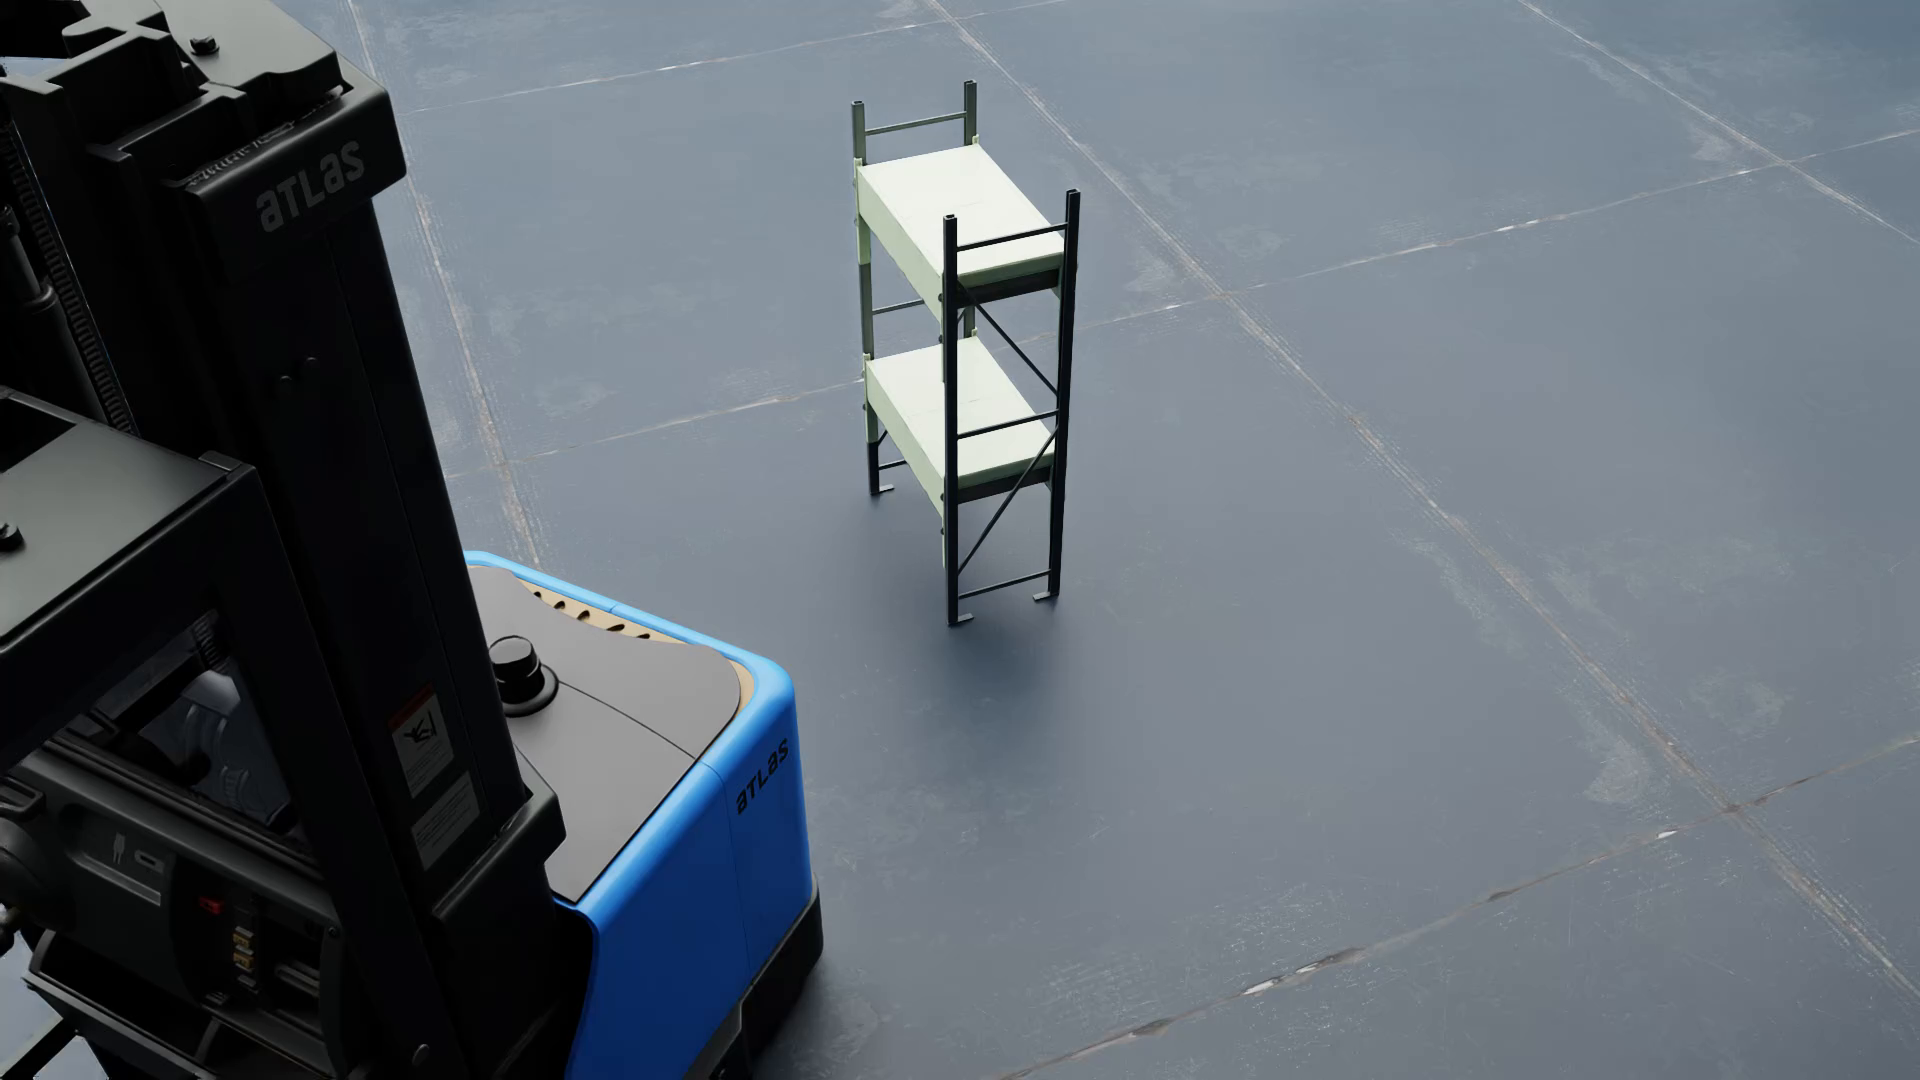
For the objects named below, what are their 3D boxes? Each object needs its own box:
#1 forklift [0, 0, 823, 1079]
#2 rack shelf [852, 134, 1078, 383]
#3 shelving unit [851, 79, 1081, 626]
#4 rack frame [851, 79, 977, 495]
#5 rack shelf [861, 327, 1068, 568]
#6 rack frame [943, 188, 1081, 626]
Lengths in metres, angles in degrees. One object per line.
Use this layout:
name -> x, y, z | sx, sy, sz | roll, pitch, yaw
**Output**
forklift -> -1.484, 0.704, 2.683 | 1.130, 2.935, 3.031 | 19, 44, 20
rack shelf -> 0.003, -0.861, 5.002 | 0.431, 0.370, 0.720 | -15, 43, -17
shelving unit -> 0.003, -0.565, 5.256 | 0.431, 1.500, 0.755 | -15, 43, -17
rack frame -> -0.137, -0.785, 5.513 | 0.400, 1.500, 0.023 | -15, 43, -17
rack shelf -> 0.003, -0.317, 5.469 | 0.431, 0.370, 0.720 | -15, 43, -17
rack frame -> 0.143, -0.344, 5.000 | 0.400, 1.500, 0.023 | -15, 43, -17
